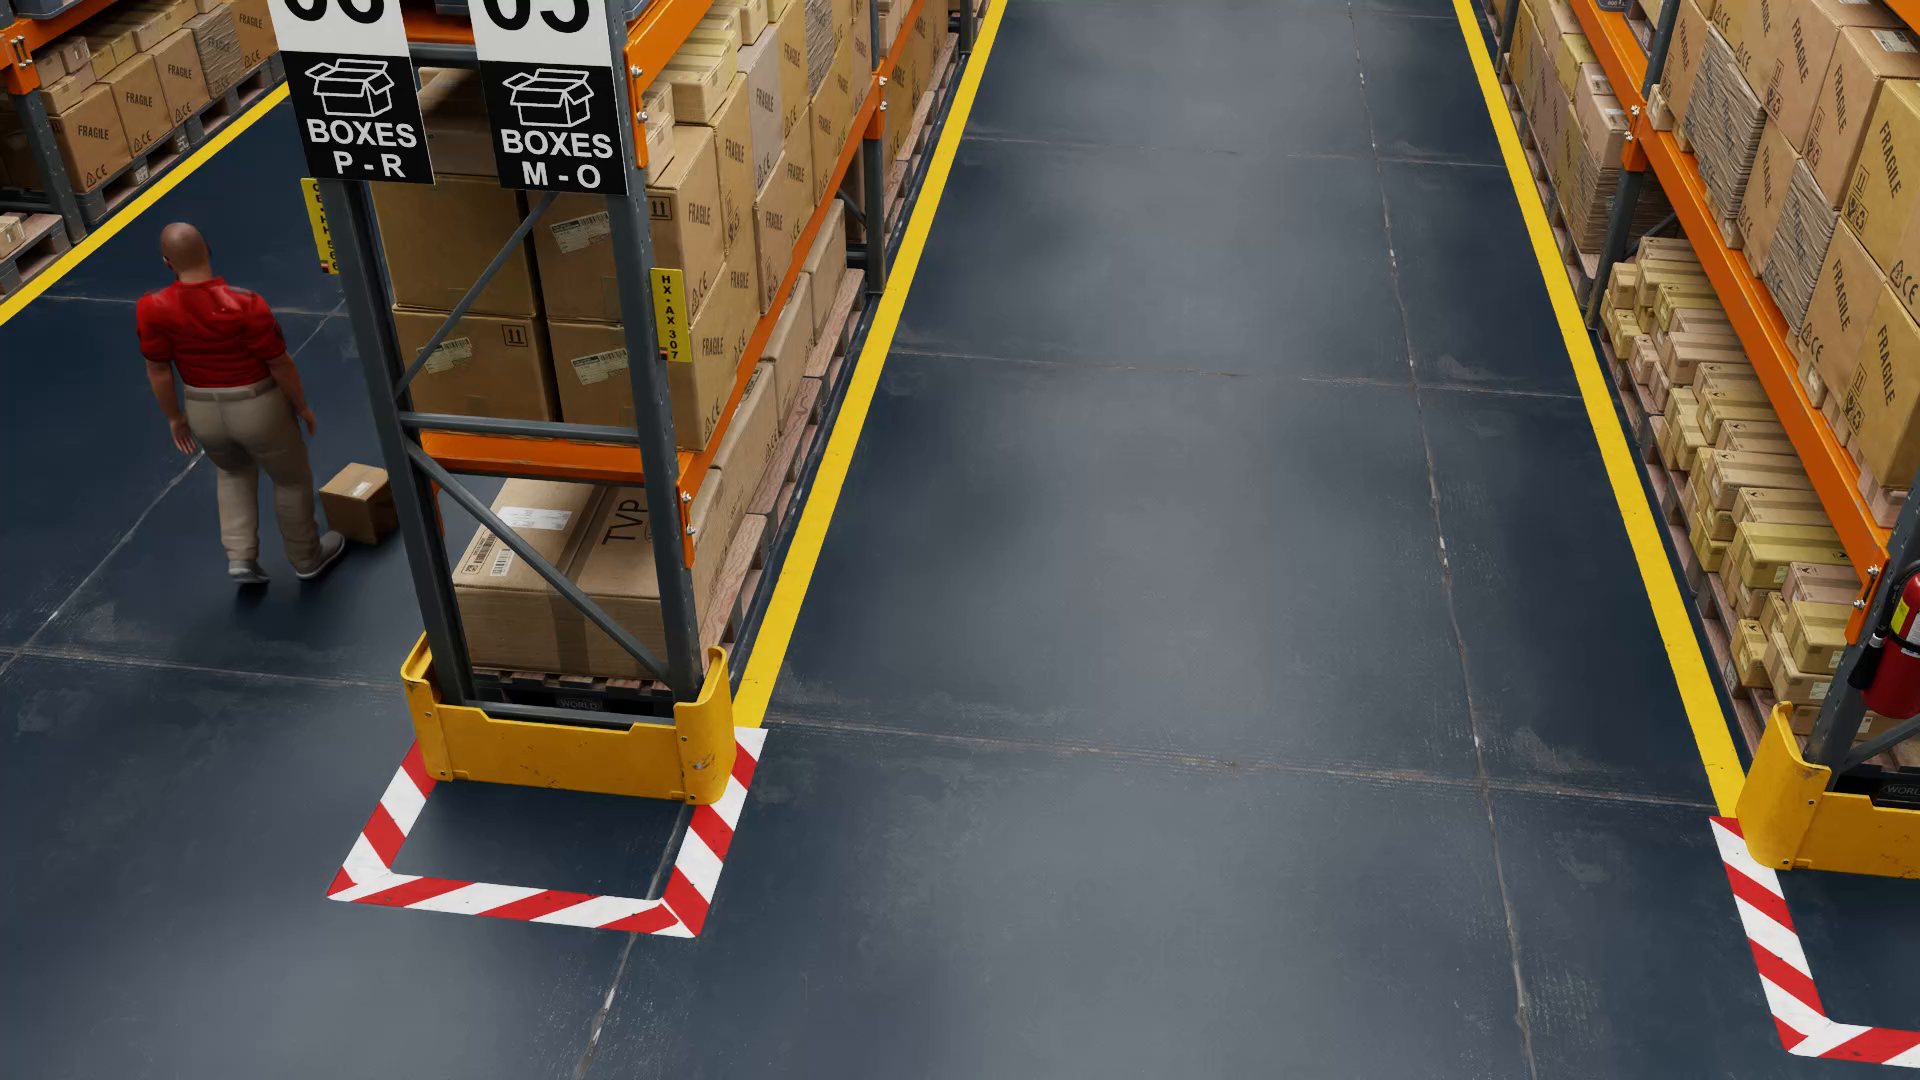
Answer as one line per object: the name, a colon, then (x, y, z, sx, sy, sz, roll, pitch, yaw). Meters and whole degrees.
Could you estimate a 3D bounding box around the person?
person: (-2.963, -0.536, 6.919, 0.557, 1.779, 0.492, 2, 36, 2)
